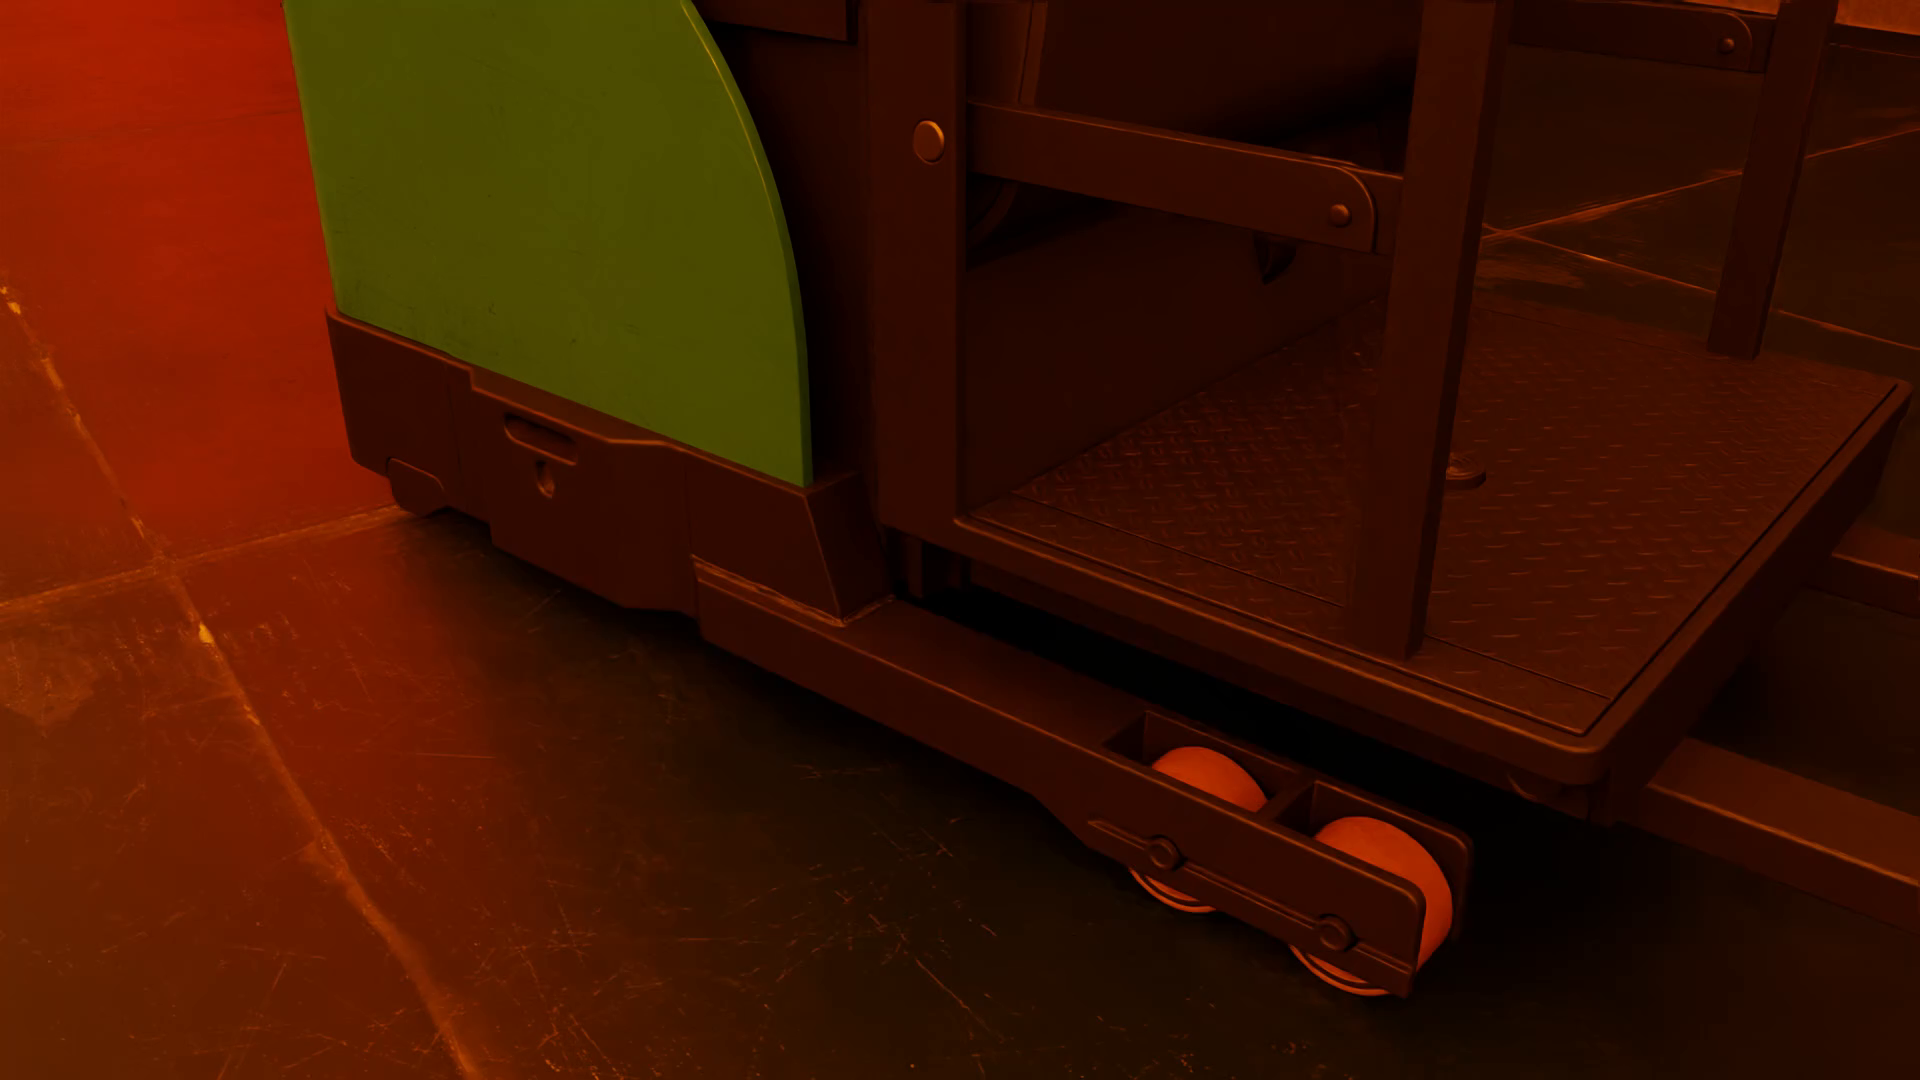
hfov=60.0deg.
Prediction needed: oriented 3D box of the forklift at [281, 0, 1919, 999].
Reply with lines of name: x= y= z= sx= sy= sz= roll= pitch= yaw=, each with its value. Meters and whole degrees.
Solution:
forklift: x=0.494 y=-1.138 z=1.499 sx=3.031 sy=2.935 sz=1.130 roll=20 pitch=33 yaw=35
